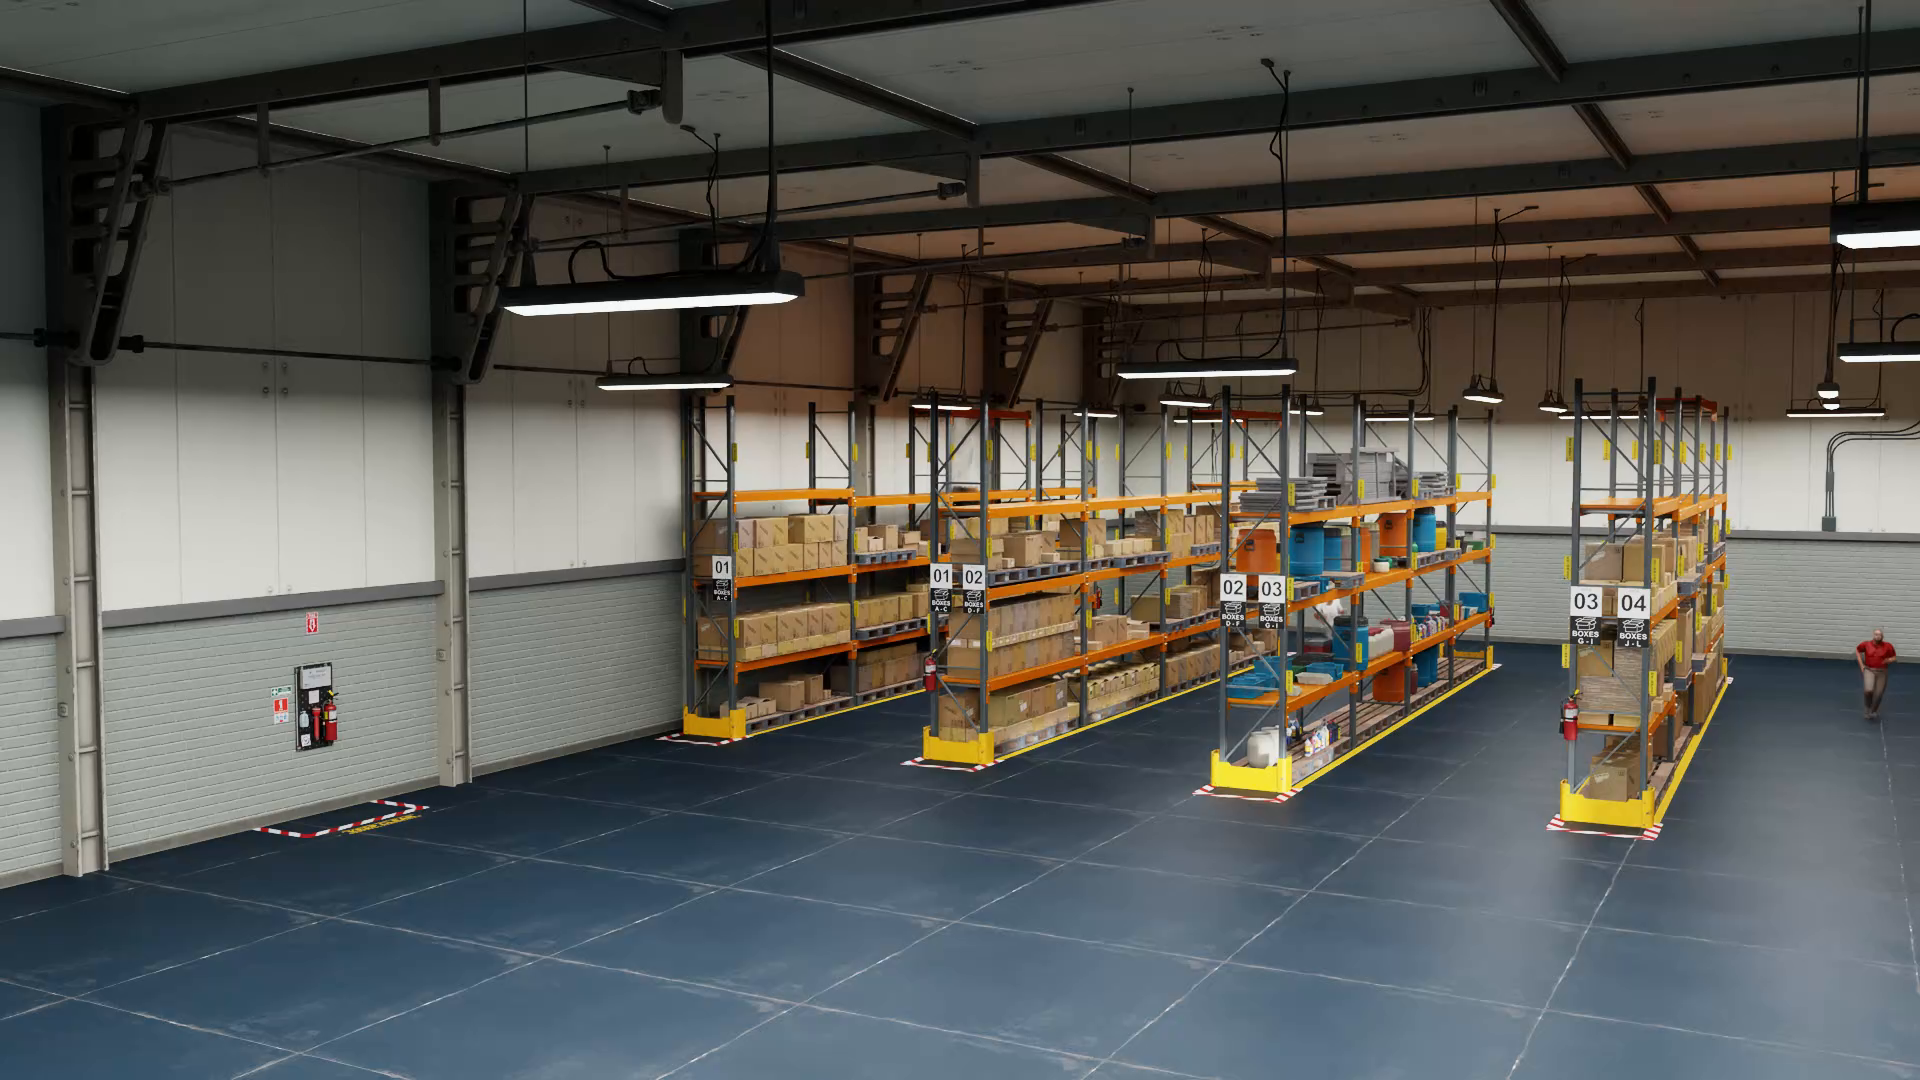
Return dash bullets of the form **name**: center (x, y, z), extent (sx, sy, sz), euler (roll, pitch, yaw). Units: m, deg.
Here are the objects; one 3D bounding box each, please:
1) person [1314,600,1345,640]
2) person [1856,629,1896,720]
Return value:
- **person**: center (8.907, 2.047, 40.088), extent (0.733, 1.702, 0.646), euler (0, 3, 1)
- **person**: center (17.116, 2.519, 31.061), extent (0.651, 1.711, 0.677), euler (1, 3, 22)
